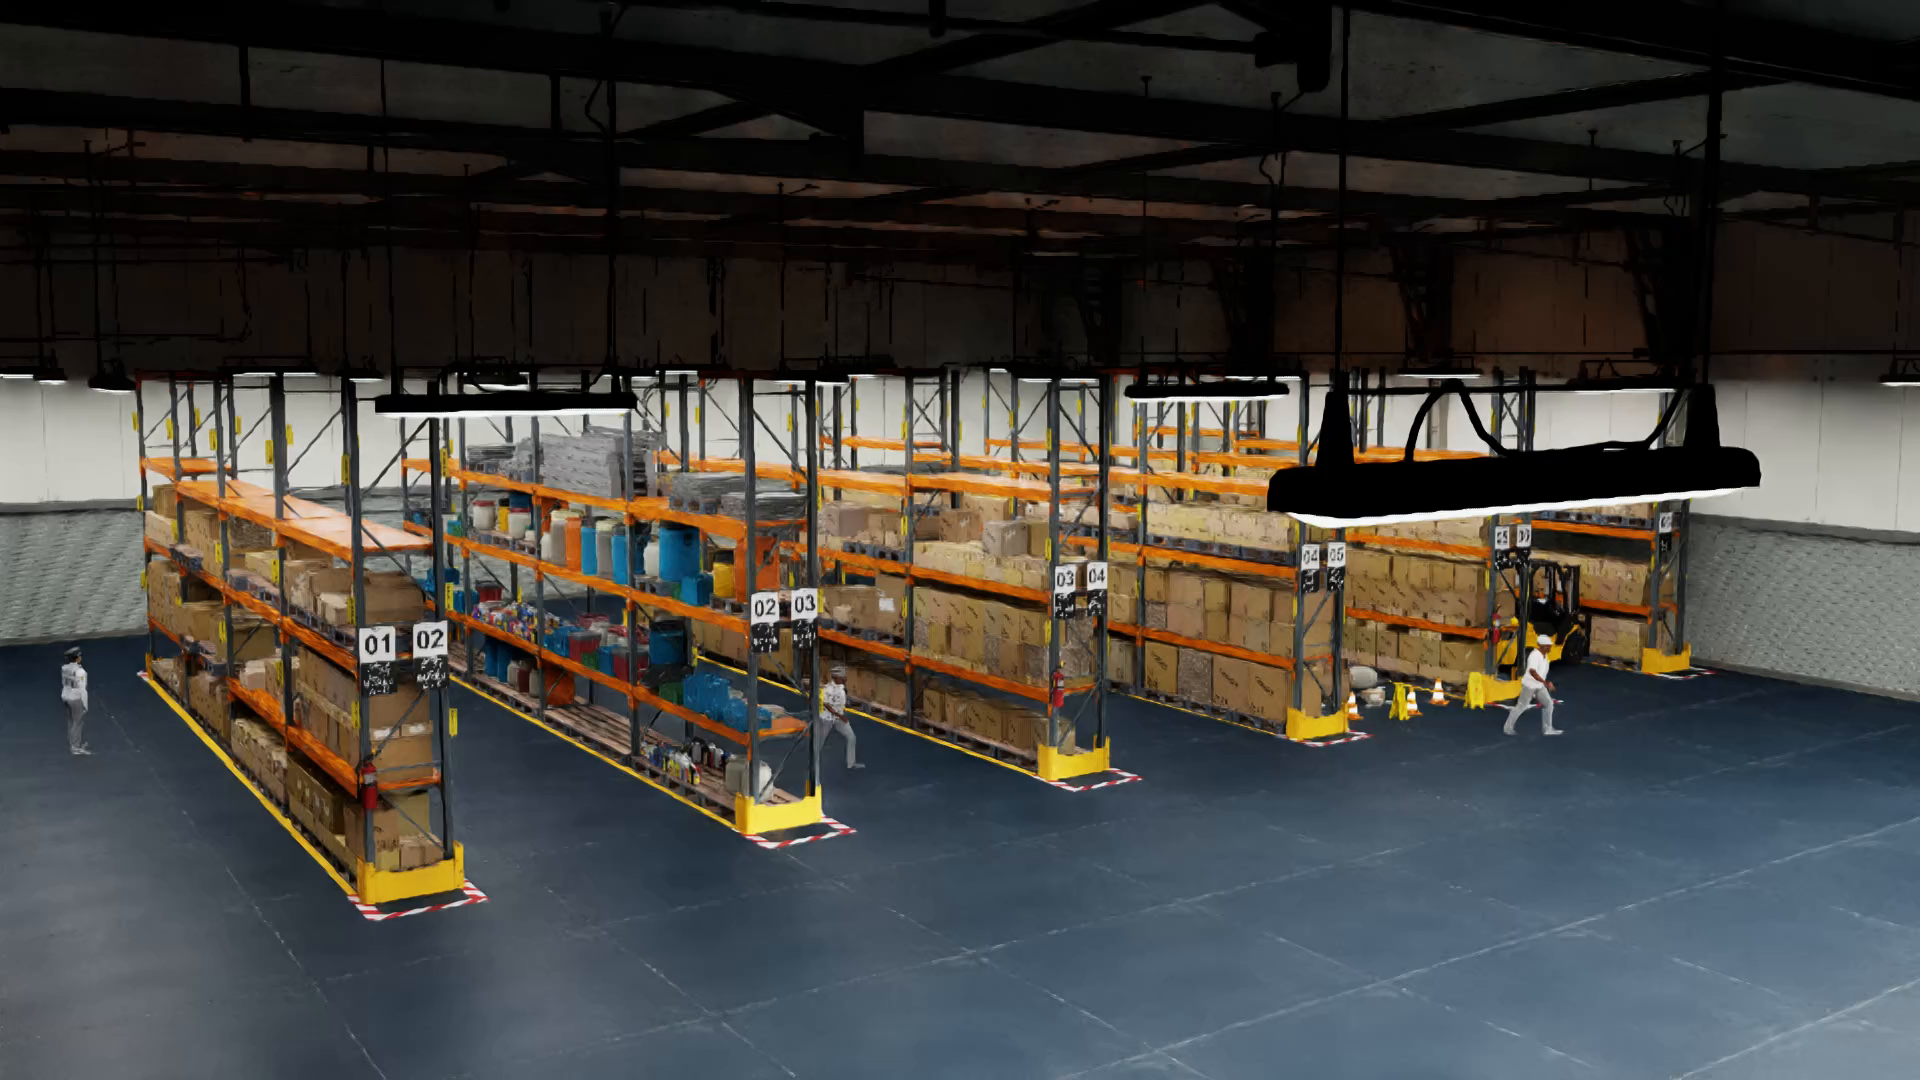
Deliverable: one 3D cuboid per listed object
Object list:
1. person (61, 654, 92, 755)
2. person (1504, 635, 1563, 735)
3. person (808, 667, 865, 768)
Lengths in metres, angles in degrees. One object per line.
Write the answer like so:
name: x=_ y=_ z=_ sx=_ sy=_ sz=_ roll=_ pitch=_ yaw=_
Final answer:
person: x=-13.928 y=2.541 z=26.250 sx=0.553 sy=1.653 sz=0.433 roll=4 pitch=7 yaw=30
person: x=9.458 y=2.391 z=27.426 sx=0.840 sy=1.705 sz=0.699 roll=5 pitch=8 yaw=39
person: x=-1.915 y=2.689 z=25.184 sx=0.776 sy=1.615 sz=0.624 roll=5 pitch=8 yaw=36
